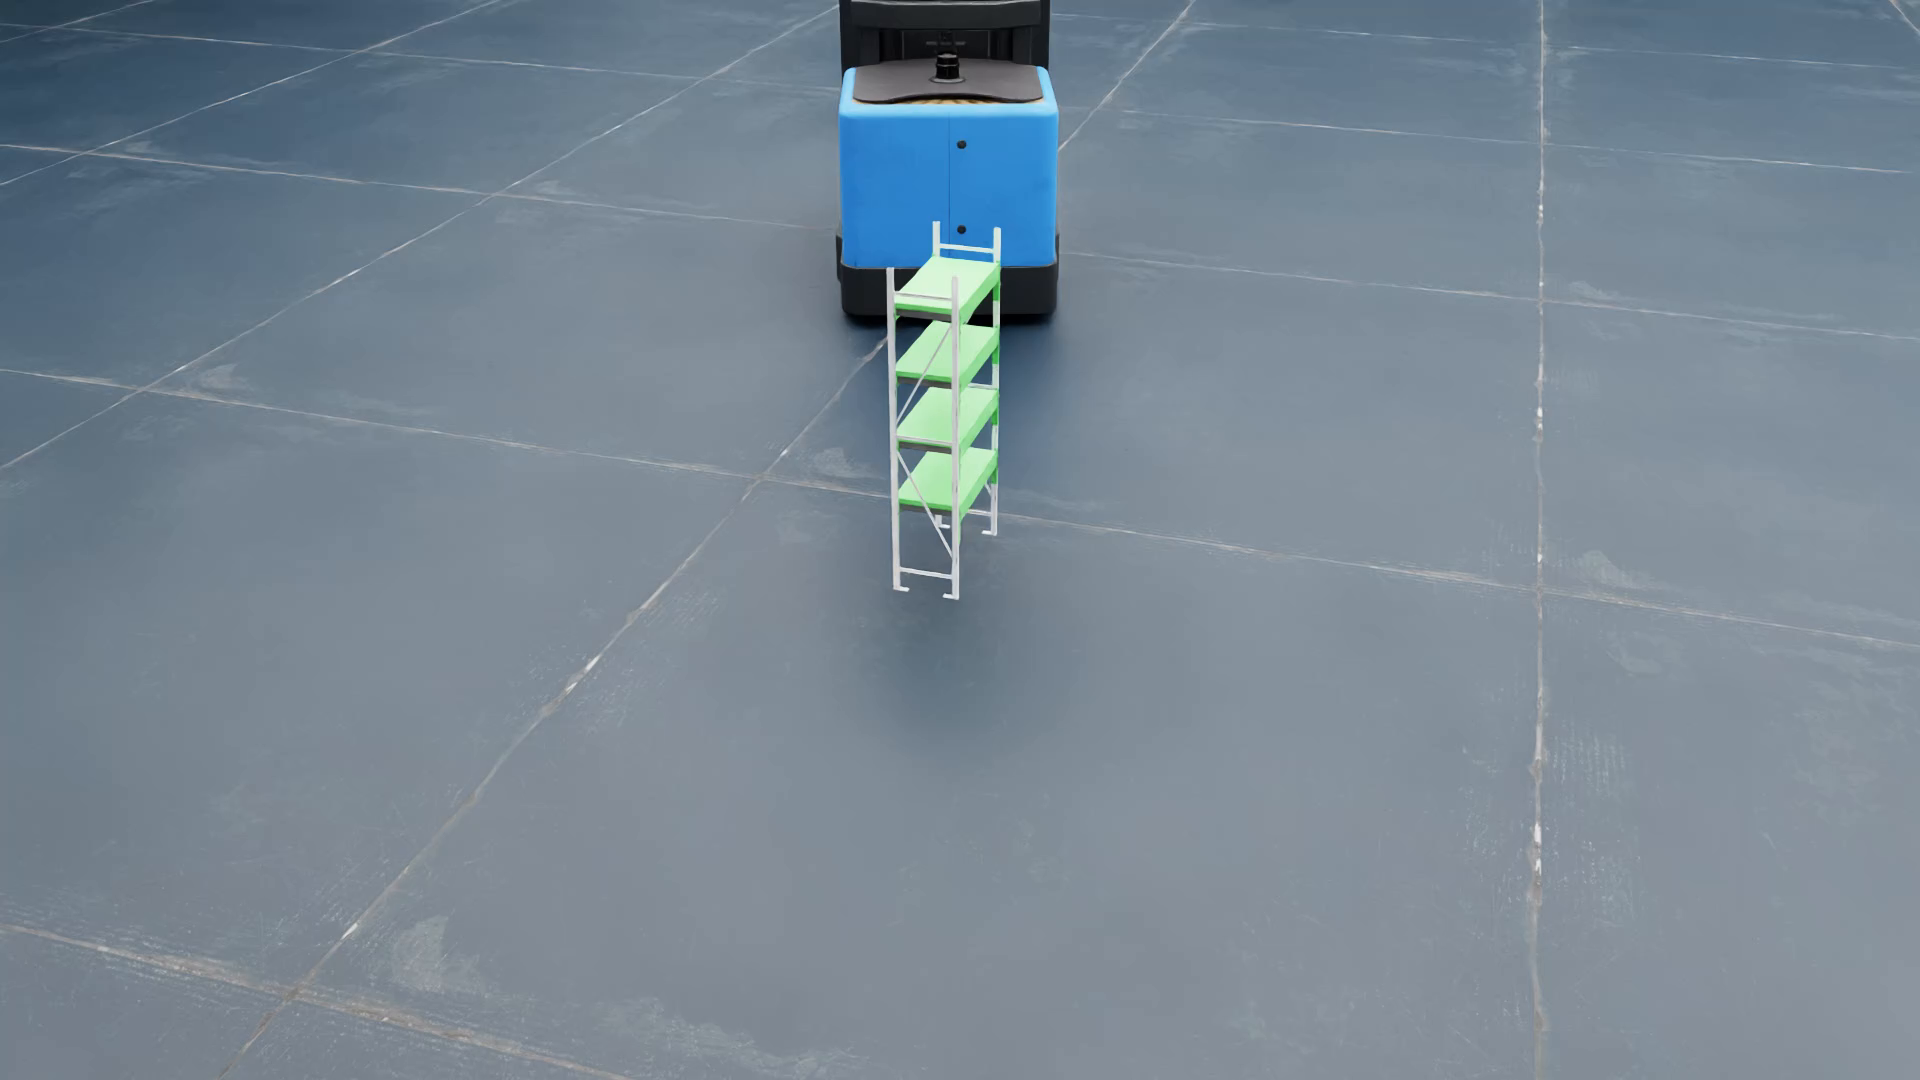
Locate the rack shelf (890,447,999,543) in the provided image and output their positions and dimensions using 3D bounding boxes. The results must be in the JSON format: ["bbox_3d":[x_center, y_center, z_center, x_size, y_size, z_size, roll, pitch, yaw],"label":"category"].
[{"bbox_3d":[-0.049,-0.182,5.968,0.258,0.148,0.480,8,30,15],"label":"rack shelf"}]

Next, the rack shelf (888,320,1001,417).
[{"bbox_3d":[-0.049,-0.601,5.734,0.258,0.148,0.480,8,30,15],"label":"rack shelf"}]

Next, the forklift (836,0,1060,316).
[{"bbox_3d":[-0.085,-3.045,8.709,1.130,2.935,3.031,-1,29,-1],"label":"forklift"}]

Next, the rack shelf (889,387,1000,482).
[{"bbox_3d":[-0.049,-0.392,5.851,0.258,0.148,0.480,8,30,15],"label":"rack shelf"}]

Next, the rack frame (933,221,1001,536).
[{"bbox_3d":[0.023,-0.561,6.024,0.240,1.200,0.015,8,30,15],"label":"rack frame"}]

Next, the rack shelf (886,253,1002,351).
[{"bbox_3d":[-0.049,-0.811,5.618,0.258,0.148,0.480,8,30,15],"label":"rack shelf"}]

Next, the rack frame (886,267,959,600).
[{"bbox_3d":[-0.120,-0.334,5.616,0.240,1.200,0.015,8,30,15],"label":"rack frame"}]

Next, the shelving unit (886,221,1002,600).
[{"bbox_3d":[-0.049,-0.447,5.820,0.258,1.200,0.503,8,30,15],"label":"shelving unit"}]
